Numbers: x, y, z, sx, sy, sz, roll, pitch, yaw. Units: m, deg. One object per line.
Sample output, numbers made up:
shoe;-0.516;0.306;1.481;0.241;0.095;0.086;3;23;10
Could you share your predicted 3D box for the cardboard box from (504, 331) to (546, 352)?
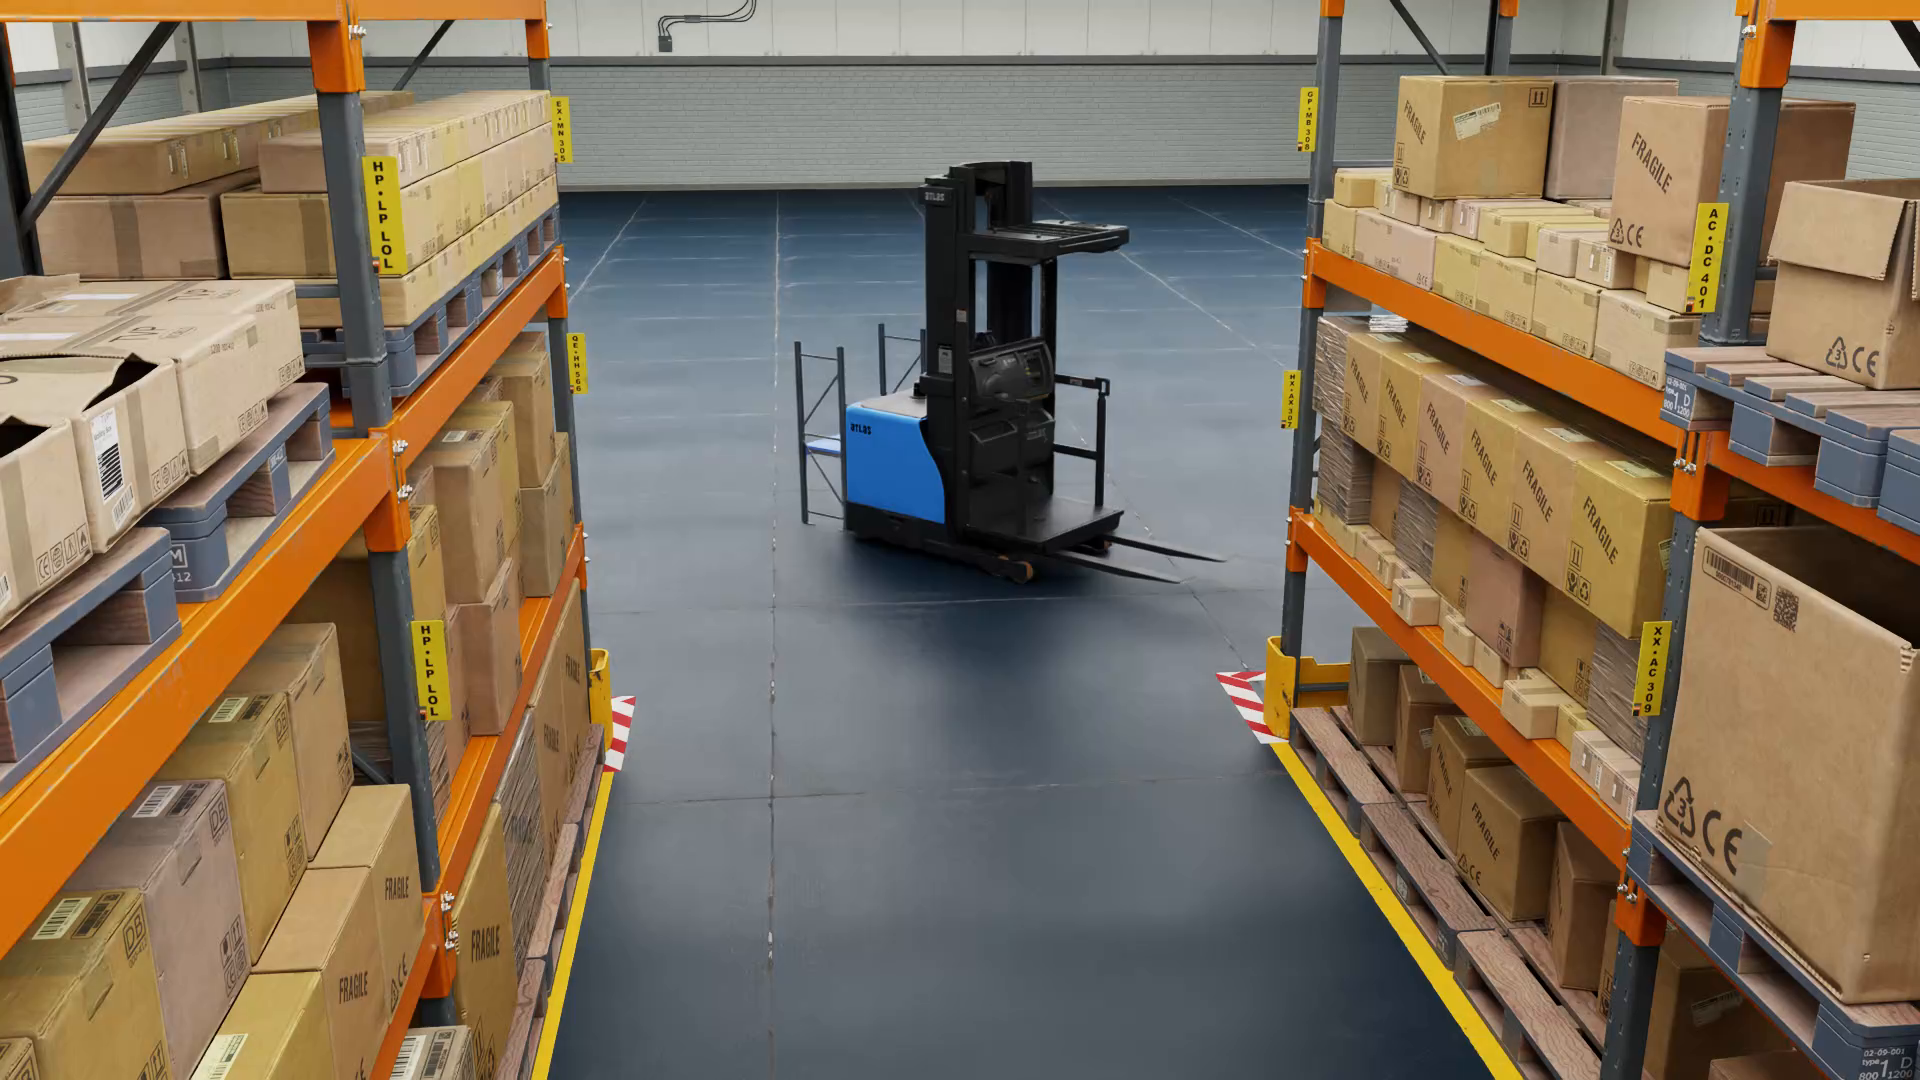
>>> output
cardboard box;-2.572;-0.731;8.445;0.875;0.550;0.550;-2;18;-6

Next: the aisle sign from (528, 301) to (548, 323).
aisle sign;-2.281;-1.527;8.692;0.394;0.787;0.004;-2;18;-6

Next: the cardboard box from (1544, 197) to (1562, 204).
cardboard box;2.838;-1.468;7.422;0.380;0.149;0.250;-3;18;-8

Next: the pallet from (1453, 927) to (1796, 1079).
pallet;2.680;1.944;6.633;1.003;0.211;1.213;-2;18;-6

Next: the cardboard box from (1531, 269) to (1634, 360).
cardboard box;2.435;-0.831;6.058;0.500;0.250;0.500;-1;17;-4

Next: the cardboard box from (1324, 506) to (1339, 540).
cardboard box;2.171;-0.092;8.882;0.380;0.149;0.250;-2;18;-6

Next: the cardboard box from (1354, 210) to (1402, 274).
cardboard box;2.224;-1.434;7.979;0.500;0.250;0.500;-2;18;-7

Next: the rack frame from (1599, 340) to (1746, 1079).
rack frame;2.785;0.813;5.581;1.000;3.000;0.127;-2;18;-6

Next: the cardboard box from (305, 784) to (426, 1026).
cardboard box;-1.839;1.035;4.705;0.500;0.500;0.500;-2;18;-6

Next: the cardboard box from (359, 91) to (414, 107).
cardboard box;-2.854;-2.087;8.028;0.380;0.149;0.250;-2;17;-5

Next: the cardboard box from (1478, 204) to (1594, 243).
cardboard box;2.383;-1.301;6.889;0.380;0.149;0.250;-2;18;-8

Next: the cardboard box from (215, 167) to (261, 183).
cardboard box;-2.517;-1.103;5.561;0.500;0.250;0.500;-2;18;-6

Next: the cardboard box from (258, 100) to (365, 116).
cardboard box;-2.750;-1.784;7.063;0.380;0.149;0.250;-2;18;-7

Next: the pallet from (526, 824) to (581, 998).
pallet;-2.289;1.673;7.496;1.003;0.211;1.213;-2;18;-6

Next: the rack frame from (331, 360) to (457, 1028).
rack frame;-2.159;0.936;5.189;1.000;3.000;0.127;-2;18;-6

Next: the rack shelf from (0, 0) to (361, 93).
rack shelf;-1.953;-0.797;2.560;1.077;0.370;4.000;-2;18;-6

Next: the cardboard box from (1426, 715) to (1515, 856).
cardboard box;2.561;1.164;7.934;0.500;0.500;0.500;0;17;0

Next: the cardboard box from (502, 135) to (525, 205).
cardboard box;-2.142;-1.570;7.047;0.500;0.250;0.500;-2;18;-6

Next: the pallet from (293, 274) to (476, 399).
pallet;-2.233;-0.697;5.530;1.003;0.211;1.213;-2;18;-6

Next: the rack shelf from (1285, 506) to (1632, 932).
rack shelf;2.578;0.560;7.587;1.077;0.370;4.000;-2;18;-6

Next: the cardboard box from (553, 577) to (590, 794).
cardboard box;-2.436;0.757;8.603;0.875;0.875;0.875;-2;18;-5

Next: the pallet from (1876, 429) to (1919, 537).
pallet;2.853;-0.033;3.580;1.213;0.211;1.003;-2;18;-6

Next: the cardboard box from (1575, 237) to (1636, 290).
cardboard box;2.415;-0.980;5.866;0.380;0.149;0.250;-3;18;-8

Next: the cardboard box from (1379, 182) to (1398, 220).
cardboard box;2.207;-1.605;7.858;0.380;0.149;0.250;-1;17;-3

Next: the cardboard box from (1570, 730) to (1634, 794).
cardboard box;2.454;0.803;6.032;0.380;0.149;0.250;-2;18;-6

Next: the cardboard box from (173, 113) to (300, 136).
cardboard box;-2.643;-1.479;6.093;0.380;0.149;0.250;-2;18;-6

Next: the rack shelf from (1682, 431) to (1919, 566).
rack shelf;2.991;0.321;3.341;1.077;0.370;4.000;-2;18;-6

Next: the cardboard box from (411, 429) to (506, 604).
cardboard box;-2.254;-0.087;6.395;0.875;0.550;0.550;-2;18;-6

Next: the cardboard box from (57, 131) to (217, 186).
cardboard box;-2.540;-1.179;5.136;0.380;0.149;0.250;-2;18;-6

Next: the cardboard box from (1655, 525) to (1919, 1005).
cardboard box;2.727;0.567;4.660;1.000;1.000;1.000;-2;18;-5

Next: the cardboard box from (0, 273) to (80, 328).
cardboard box;-2.345;-0.492;4.084;0.258;0.266;0.396;-2;18;-7

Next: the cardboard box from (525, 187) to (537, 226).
cardboard box;-2.122;-1.500;7.490;0.380;0.149;0.250;-2;18;-5

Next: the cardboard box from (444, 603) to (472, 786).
cardboard box;-2.288;0.591;6.035;0.875;0.550;0.550;-2;18;-6

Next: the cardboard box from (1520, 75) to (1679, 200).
cardboard box;2.784;-1.784;7.347;0.500;0.500;0.500;-2;18;-6

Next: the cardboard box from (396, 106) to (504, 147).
cardboard box;-2.042;-1.652;6.642;0.380;0.149;0.250;-2;18;-5

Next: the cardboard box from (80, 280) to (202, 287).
cardboard box;-2.515;-0.722;5.014;0.380;0.149;0.250;-2;18;-6

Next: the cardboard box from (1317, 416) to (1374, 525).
cardboard box;2.402;-0.404;8.793;0.875;0.500;0.500;-2;18;-6

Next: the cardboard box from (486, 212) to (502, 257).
cardboard box;-2.016;-1.196;6.522;0.380;0.149;0.250;-2;17;-5

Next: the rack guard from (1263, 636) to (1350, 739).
rack guard;2.380;0.836;9.679;1.175;0.500;0.348;-2;18;-6

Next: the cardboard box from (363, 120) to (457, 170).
cardboard box;-1.938;-1.350;5.682;0.380;0.149;0.250;-2;18;-7

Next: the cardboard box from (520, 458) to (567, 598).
cardboard box;-2.410;-0.055;8.095;0.875;0.550;0.550;-2;18;-6

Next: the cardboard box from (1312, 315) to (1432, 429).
cardboard box;2.158;-0.874;8.619;0.500;0.500;0.500;-2;18;-6

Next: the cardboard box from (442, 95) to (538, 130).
cardboard box;-2.149;-1.955;7.609;0.380;0.149;0.250;-1;17;-5

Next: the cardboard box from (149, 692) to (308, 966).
cardboard box;-2.047;0.712;4.066;0.700;0.500;0.500;-2;18;-7

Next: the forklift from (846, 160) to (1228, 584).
forklift;0.552;-1.256;12.284;3.031;2.935;1.130;14;22;37

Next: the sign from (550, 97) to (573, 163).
sign;-2.031;-2.084;8.455;0.100;0.325;0.005;-2;18;-6

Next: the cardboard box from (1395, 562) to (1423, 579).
cardboard box;2.300;0.205;7.935;0.380;0.149;0.250;-2;18;-6

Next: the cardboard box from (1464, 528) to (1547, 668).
cardboard box;2.632;0.191;6.897;0.875;0.500;0.500;-2;18;-6

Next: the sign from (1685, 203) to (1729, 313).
sign;2.246;-0.846;4.994;0.100;0.325;0.005;-2;18;-6

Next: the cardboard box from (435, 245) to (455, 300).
cardboard box;-1.912;-0.894;5.561;0.380;0.149;0.250;-2;18;-6

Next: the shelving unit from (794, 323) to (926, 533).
shelving unit;-0.785;-0.939;13.649;0.538;1.500;1.048;12;21;37

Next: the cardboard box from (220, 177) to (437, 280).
cardboard box;-1.931;-0.968;5.131;0.500;0.250;0.500;-2;18;-5

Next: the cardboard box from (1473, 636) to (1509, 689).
cardboard box;2.391;0.504;6.985;0.380;0.149;0.250;-2;18;-6

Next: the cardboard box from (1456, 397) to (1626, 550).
cardboard box;2.361;-0.278;6.721;0.500;0.500;0.500;-2;18;-6
